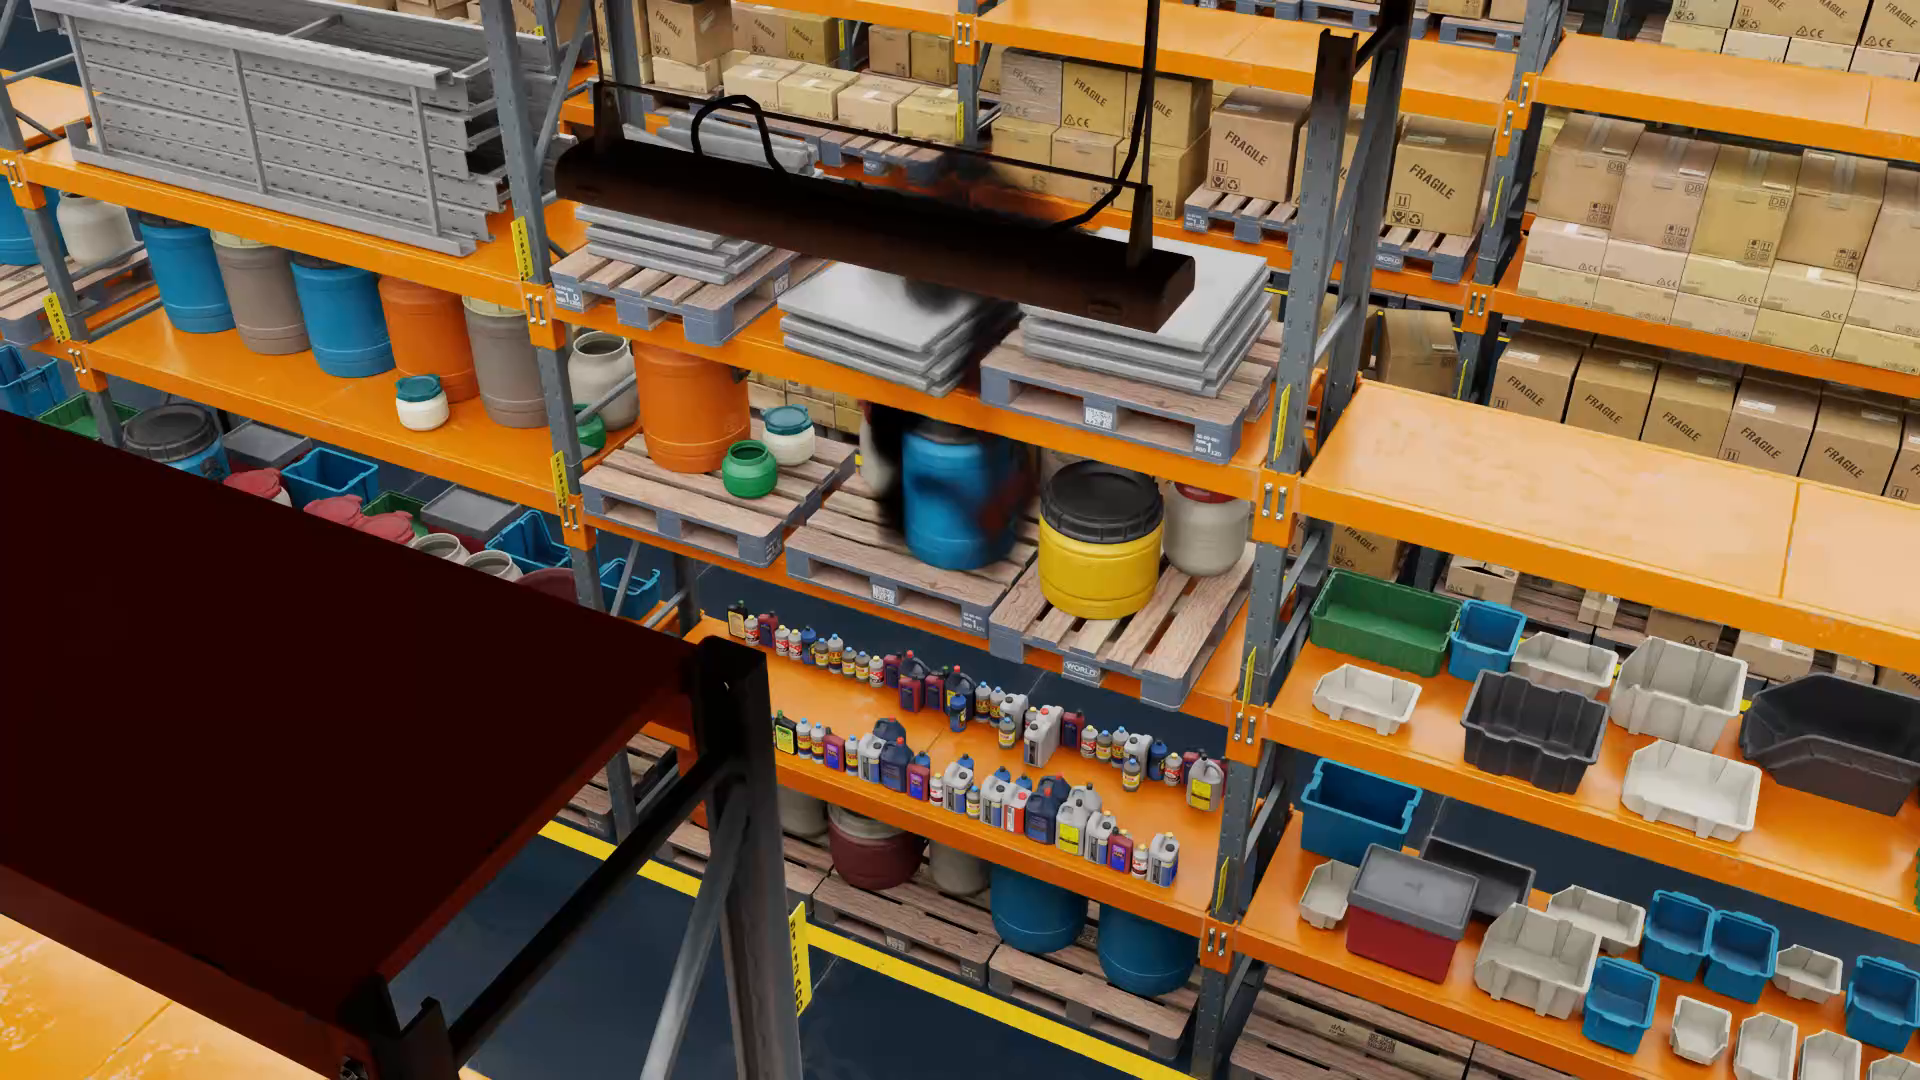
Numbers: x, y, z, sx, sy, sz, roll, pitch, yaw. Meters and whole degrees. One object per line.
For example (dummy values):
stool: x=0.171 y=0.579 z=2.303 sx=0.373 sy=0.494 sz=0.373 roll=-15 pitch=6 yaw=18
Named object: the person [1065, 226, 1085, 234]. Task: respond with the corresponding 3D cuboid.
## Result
person: x=1.167 y=-2.143 z=15.490 sx=0.963 sy=1.652 sz=0.571 roll=13 pitch=37 yaw=18
